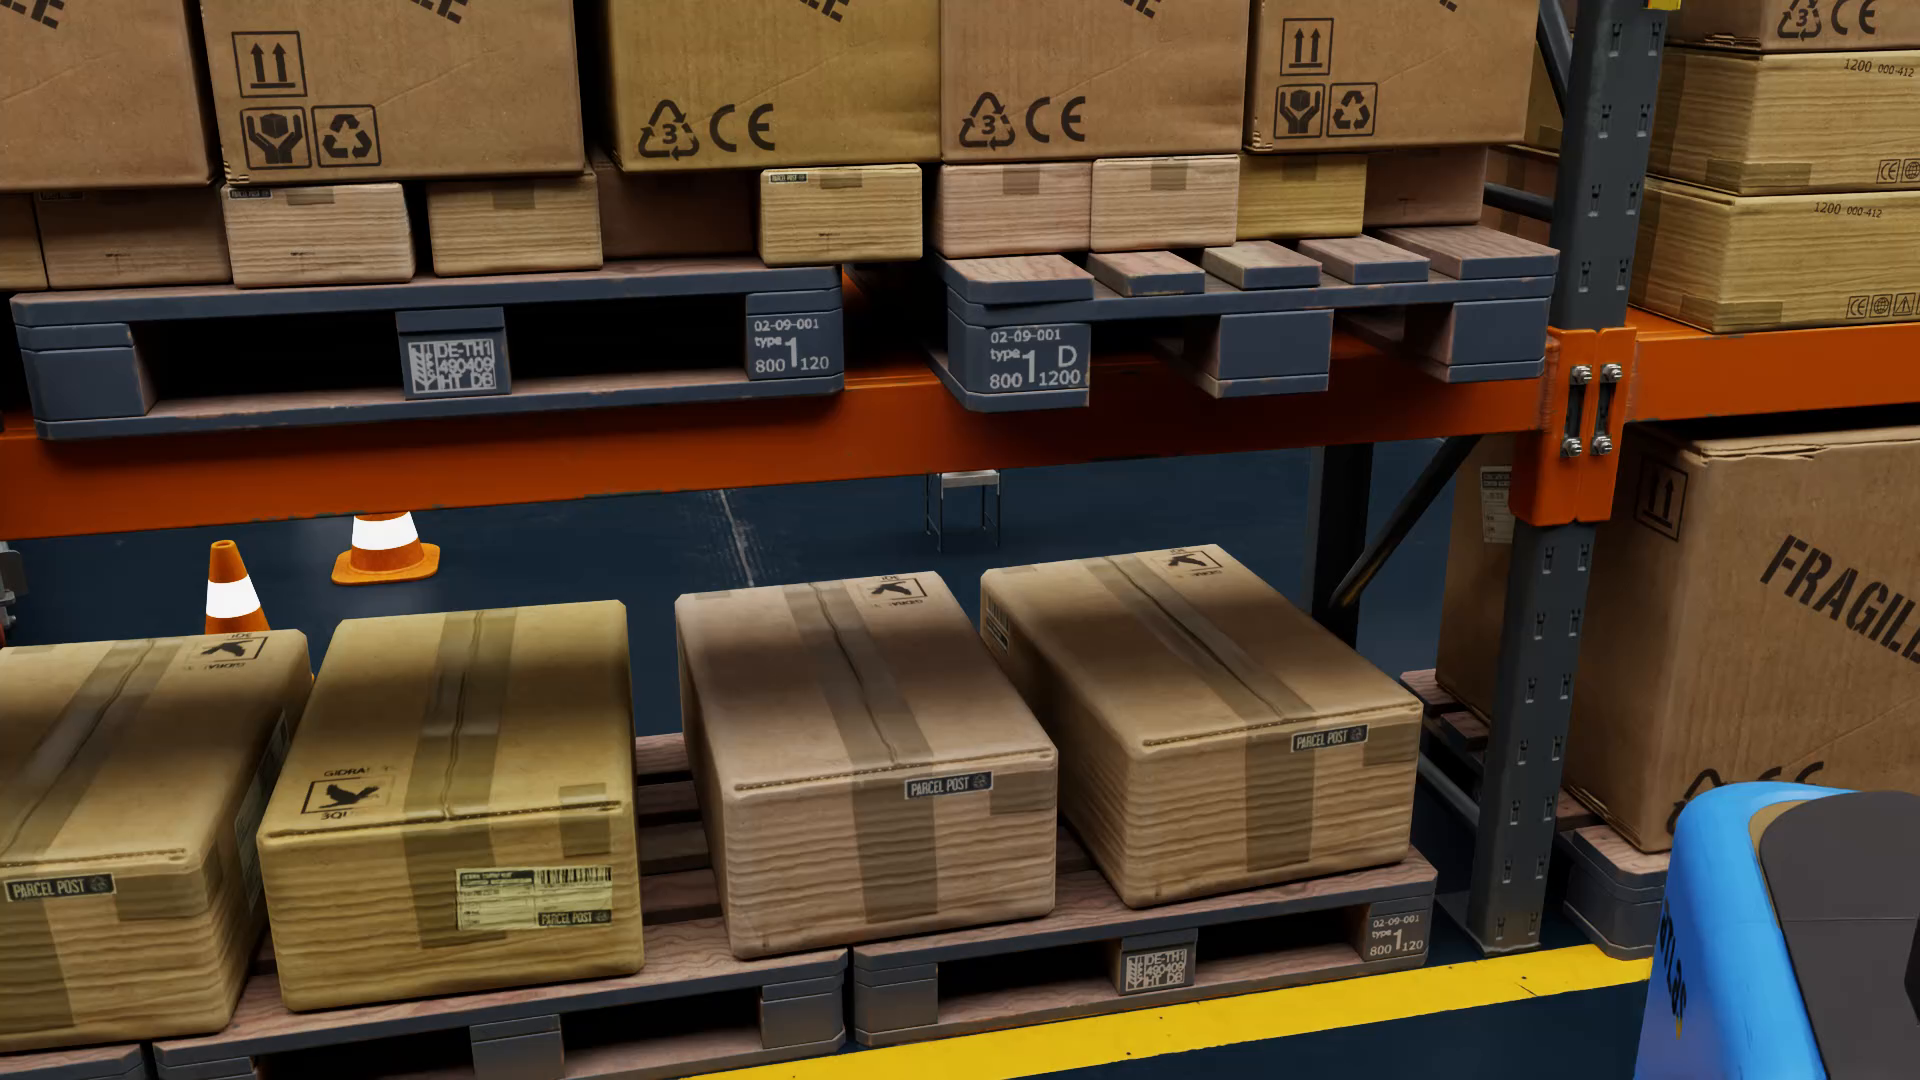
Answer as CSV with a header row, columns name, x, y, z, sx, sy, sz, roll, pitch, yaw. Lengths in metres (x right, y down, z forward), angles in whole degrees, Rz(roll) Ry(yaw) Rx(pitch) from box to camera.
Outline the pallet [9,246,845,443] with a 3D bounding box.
name,x,y,z,sx,sy,sz,roll,pitch,yaw
pallet,-0.882,-0.453,2.970,1.213,0.211,1.003,-5,21,-12

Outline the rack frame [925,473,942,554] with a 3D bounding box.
name,x,y,z,sx,sy,sz,roll,pitch,yaw
rack frame,-0.091,-0.415,5.640,0.006,0.900,0.240,-5,21,-12

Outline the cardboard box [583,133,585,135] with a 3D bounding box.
name,x,y,z,sx,sy,sz,roll,pitch,yaw
cardboard box,-0.965,-1.014,3.035,0.500,0.500,0.500,-5,21,-15

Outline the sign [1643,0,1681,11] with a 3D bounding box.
name,x,y,z,sx,sy,sz,roll,pitch,yaw
sign,1.169,-1.039,2.722,0.005,0.325,0.100,-5,21,-12

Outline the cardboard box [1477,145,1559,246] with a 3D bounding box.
name,x,y,z,sx,sy,sz,roll,pitch,yaw
cardboard box,1.467,-0.770,3.774,0.500,0.250,0.500,-5,21,-14

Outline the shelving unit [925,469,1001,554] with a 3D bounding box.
name,x,y,z,sx,sy,sz,roll,pitch,yaw
shelving unit,0.008,-0.423,5.662,0.210,0.900,0.258,-5,21,-12

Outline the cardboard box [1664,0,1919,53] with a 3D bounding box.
name,x,y,z,sx,sy,sz,roll,pitch,yaw
cardboard box,1.571,-1.187,3.096,0.500,0.500,0.500,-5,21,-14

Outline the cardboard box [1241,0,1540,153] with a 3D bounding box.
name,x,y,z,sx,sy,sz,roll,pitch,yaw
cardboard box,0.657,-0.968,2.909,0.500,0.500,0.500,-5,21,-14

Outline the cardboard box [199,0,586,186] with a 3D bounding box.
name,x,y,z,sx,sy,sz,roll,pitch,yaw
cardboard box,-0.866,-0.841,2.560,0.500,0.500,0.500,-6,21,-15

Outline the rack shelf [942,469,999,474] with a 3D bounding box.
name,x,y,z,sx,sy,sz,roll,pitch,yaw
rack shelf,0.008,-0.307,5.704,0.200,0.077,0.258,-5,21,-12

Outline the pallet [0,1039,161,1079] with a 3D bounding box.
name,x,y,z,sx,sy,sz,roll,pitch,yaw
pallet,-2.100,0.850,3.187,1.213,0.211,1.003,-5,21,-12

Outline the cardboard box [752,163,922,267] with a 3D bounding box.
name,x,y,z,sx,sy,sz,roll,pitch,yaw
cardboard box,-0.220,-0.564,2.748,0.250,0.149,0.380,-4,21,-12

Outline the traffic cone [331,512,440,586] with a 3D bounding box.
name,x,y,z,sx,sy,sz,roll,pitch,yaw
traffic cone,-1.921,-0.130,5.498,0.334,0.463,0.336,-5,21,-12

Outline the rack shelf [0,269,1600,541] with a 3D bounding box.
name,x,y,z,sx,sy,sz,roll,pitch,yaw
rack shelf,-0.911,-0.218,3.093,4.000,0.370,1.077,-5,21,-12

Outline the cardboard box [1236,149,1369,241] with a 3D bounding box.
name,x,y,z,sx,sy,sz,roll,pitch,yaw
cardboard box,0.526,-0.643,2.963,0.250,0.149,0.380,-4,21,-12

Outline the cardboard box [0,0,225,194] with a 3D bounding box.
name,x,y,z,sx,sy,sz,roll,pitch,yaw
cardboard box,-1.364,-0.796,2.439,0.500,0.500,0.500,-5,21,-13

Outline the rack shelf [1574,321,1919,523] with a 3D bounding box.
name,x,y,z,sx,sy,sz,roll,pitch,yaw
rack shelf,2.981,-0.534,3.958,4.000,0.370,1.077,-5,21,-12

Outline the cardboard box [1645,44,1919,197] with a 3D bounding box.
name,x,y,z,sx,sy,sz,roll,pitch,yaw
cardboard box,1.585,-0.835,3.225,0.500,0.250,0.500,-5,21,-13

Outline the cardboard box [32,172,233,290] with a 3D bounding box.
name,x,y,z,sx,sy,sz,roll,pitch,yaw
cardboard box,-1.243,-0.504,2.585,0.250,0.149,0.380,-4,21,-12

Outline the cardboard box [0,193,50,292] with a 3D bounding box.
name,x,y,z,sx,sy,sz,roll,pitch,yaw
cardboard box,-1.484,-0.485,2.534,0.250,0.149,0.380,-4,21,-12

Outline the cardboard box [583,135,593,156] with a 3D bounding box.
name,x,y,z,sx,sy,sz,roll,pitch,yaw
cardboard box,-0.639,-0.717,3.164,0.250,0.149,0.380,-4,20,-10

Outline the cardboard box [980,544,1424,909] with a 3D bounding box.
name,x,y,z,sx,sy,sz,roll,pitch,yaw
cardboard box,0.483,0.364,3.669,0.625,0.372,0.950,-6,21,-16

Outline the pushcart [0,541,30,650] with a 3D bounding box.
name,x,y,z,sx,sy,sz,roll,pitch,yaw
pushcart,-3.431,0.075,5.061,0.936,0.377,1.648,-13,24,-31

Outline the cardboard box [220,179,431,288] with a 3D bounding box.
name,x,y,z,sx,sy,sz,roll,pitch,yaw
cardboard box,-0.972,-0.508,2.595,0.250,0.149,0.380,-4,20,-10

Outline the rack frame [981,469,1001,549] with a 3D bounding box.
name,x,y,z,sx,sy,sz,roll,pitch,yaw
rack frame,0.107,-0.431,5.684,0.006,0.900,0.240,-5,21,-12

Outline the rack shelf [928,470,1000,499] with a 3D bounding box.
name,x,y,z,sx,sy,sz,roll,pitch,yaw
rack shelf,0.008,-0.223,5.735,0.200,0.077,0.258,-5,21,-12

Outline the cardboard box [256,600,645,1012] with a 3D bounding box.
name,x,y,z,sx,sy,sz,roll,pitch,yaw
cardboard box,-0.973,0.484,3.343,0.625,0.372,0.950,-4,20,-11

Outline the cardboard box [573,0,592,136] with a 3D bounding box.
name,x,y,z,sx,sy,sz,roll,pitch,yaw
cardboard box,-0.477,-1.051,3.136,0.500,0.500,0.500,-4,21,-12

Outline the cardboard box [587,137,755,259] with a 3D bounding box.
name,x,y,z,sx,sy,sz,roll,pitch,yaw
cardboard box,-0.494,-0.586,2.809,0.250,0.149,0.380,-4,21,-12

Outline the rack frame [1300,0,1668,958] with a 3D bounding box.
name,x,y,z,sx,sy,sz,roll,pitch,yaw
rack frame,1.035,-0.714,3.402,0.127,3.000,1.000,-5,21,-12

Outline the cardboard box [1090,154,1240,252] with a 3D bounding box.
name,x,y,z,sx,sy,sz,roll,pitch,yaw
cardboard box,0.291,-0.608,2.867,0.250,0.149,0.380,-5,21,-13

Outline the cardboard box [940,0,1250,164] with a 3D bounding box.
name,x,y,z,sx,sy,sz,roll,pitch,yaw
cardboard box,0.156,-0.924,2.787,0.500,0.500,0.500,-5,21,-13

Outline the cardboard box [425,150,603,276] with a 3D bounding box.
name,x,y,z,sx,sy,sz,roll,pitch,yaw
cardboard box,-0.719,-0.539,2.680,0.250,0.149,0.380,-5,21,-14

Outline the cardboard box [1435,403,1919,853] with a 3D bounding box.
name,x,y,z,sx,sy,sz,roll,pitch,yaw
cardboard box,1.726,0.060,3.768,0.875,0.875,0.875,-5,21,-13

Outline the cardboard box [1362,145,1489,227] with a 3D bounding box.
name,x,y,z,sx,sy,sz,roll,pitch,yaw
cardboard box,0.770,-0.688,3.087,0.250,0.149,0.380,-4,20,-10

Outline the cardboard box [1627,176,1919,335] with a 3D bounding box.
name,x,y,z,sx,sy,sz,roll,pitch,yaw
cardboard box,1.569,-0.598,3.303,0.500,0.250,0.500,-5,21,-13

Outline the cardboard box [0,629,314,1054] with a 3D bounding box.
name,x,y,z,sx,sy,sz,roll,pitch,yaw
cardboard box,-1.649,0.539,3.191,0.625,0.372,0.950,-3,20,-9

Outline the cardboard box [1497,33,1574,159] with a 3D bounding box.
name,x,y,z,sx,sy,sz,roll,pitch,yaw
cardboard box,1.448,-1.001,3.678,0.500,0.250,0.500,-5,21,-13

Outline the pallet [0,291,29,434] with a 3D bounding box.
name,x,y,z,sx,sy,sz,roll,pitch,yaw
pallet,-2.080,-0.319,2.603,1.213,0.211,1.003,-5,21,-12

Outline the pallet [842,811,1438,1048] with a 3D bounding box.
name,x,y,z,sx,sy,sz,roll,pitch,yaw
pallet,0.274,0.657,3.714,1.213,0.211,1.003,-5,21,-12

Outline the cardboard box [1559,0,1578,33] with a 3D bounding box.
name,x,y,z,sx,sy,sz,roll,pitch,yaw
cardboard box,1.478,-1.359,3.563,0.500,0.500,0.500,-5,21,-14

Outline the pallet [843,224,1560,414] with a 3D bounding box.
name,x,y,z,sx,sy,sz,roll,pitch,yaw
pallet,0.366,-0.531,3.183,1.003,0.211,1.213,-5,21,-12

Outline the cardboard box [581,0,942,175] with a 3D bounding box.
name,x,y,z,sx,sy,sz,roll,pitch,yaw
cardboard box,-0.335,-0.883,2.677,0.500,0.500,0.500,-6,21,-16

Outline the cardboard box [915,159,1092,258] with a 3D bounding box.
name,x,y,z,sx,sy,sz,roll,pitch,yaw
cardboard box,0.044,-0.591,2.820,0.250,0.149,0.380,-6,21,-15
